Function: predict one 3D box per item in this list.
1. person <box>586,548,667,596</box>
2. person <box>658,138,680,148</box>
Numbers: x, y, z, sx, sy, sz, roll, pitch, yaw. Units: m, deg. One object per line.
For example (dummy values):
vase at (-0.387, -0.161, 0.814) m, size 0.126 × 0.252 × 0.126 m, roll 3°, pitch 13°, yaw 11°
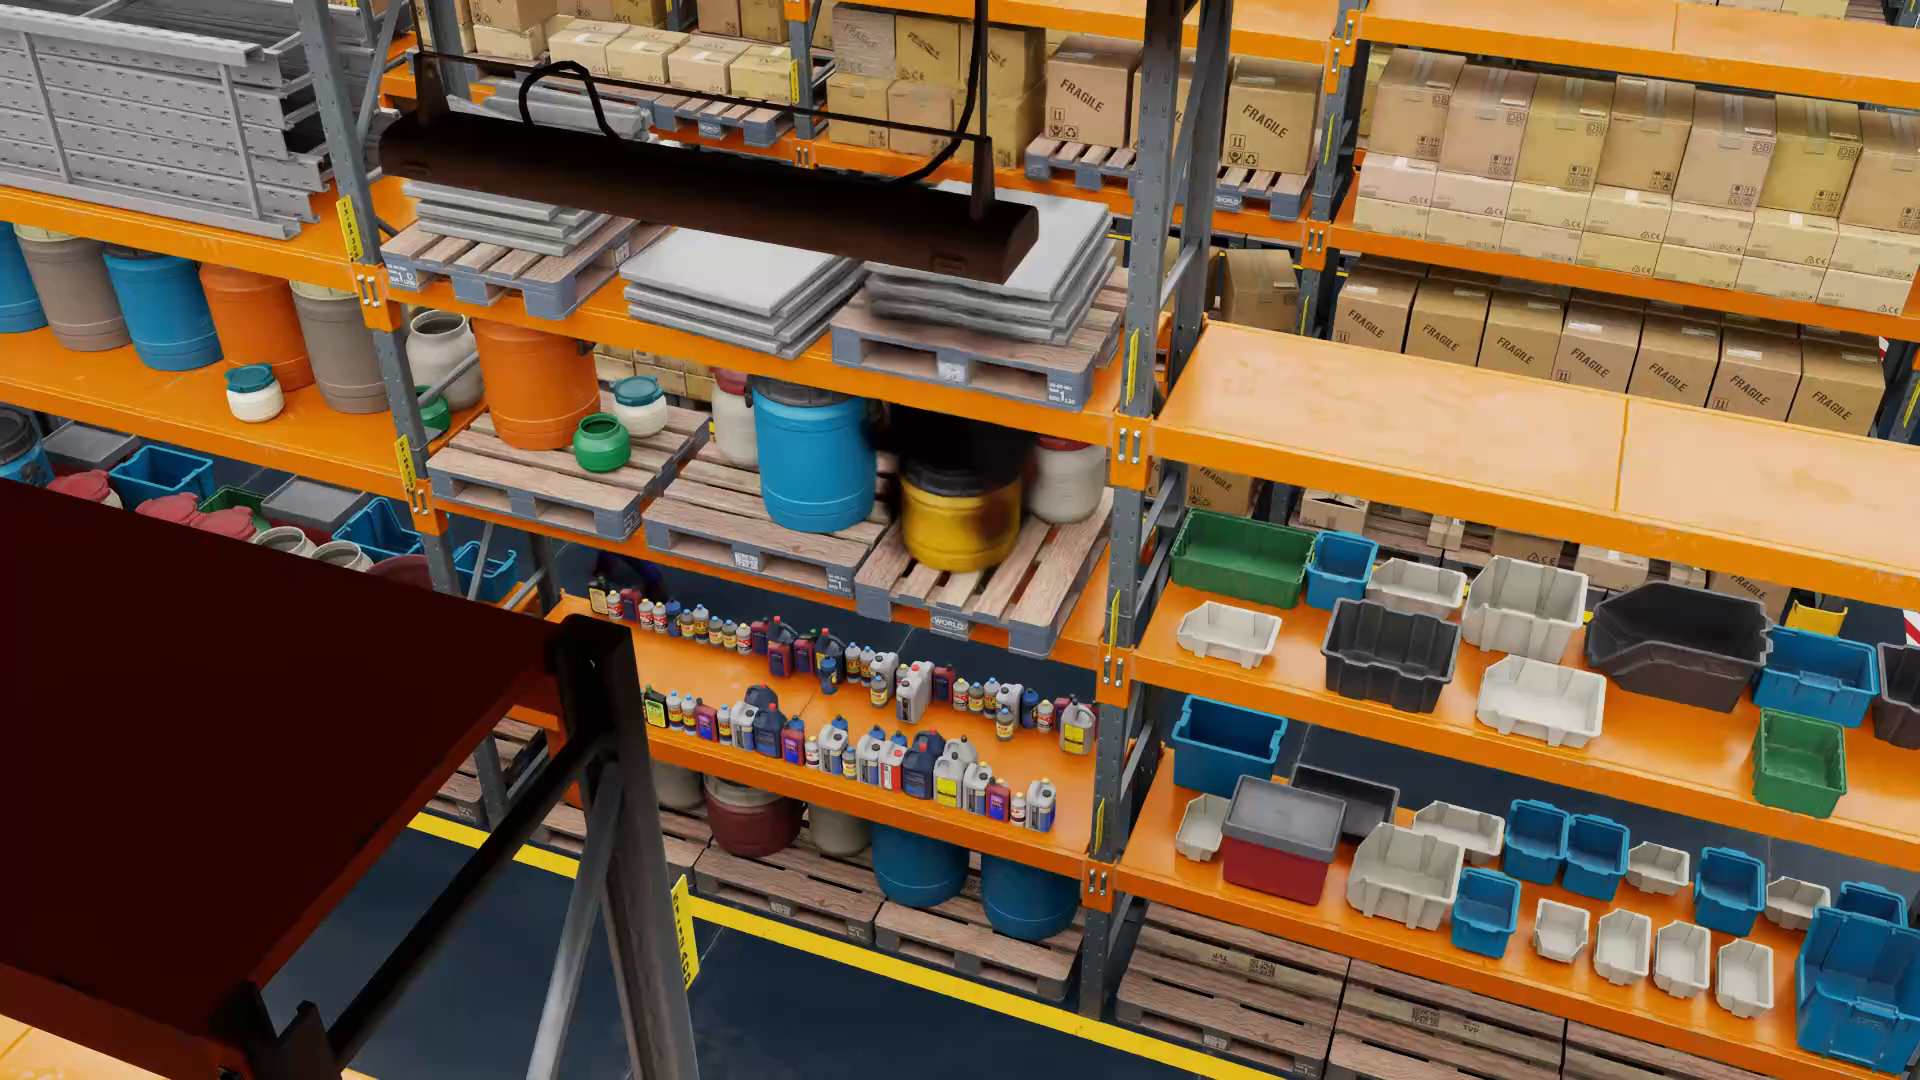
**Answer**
person at (-2.581, -0.259, 12.436) m, size 0.775 × 1.622 × 0.582 m, roll 9°, pitch 37°, yaw 12°
person at (-2.930, -3.430, 16.503) m, size 0.891 × 1.788 × 0.688 m, roll 6°, pitch 37°, yaw 8°
